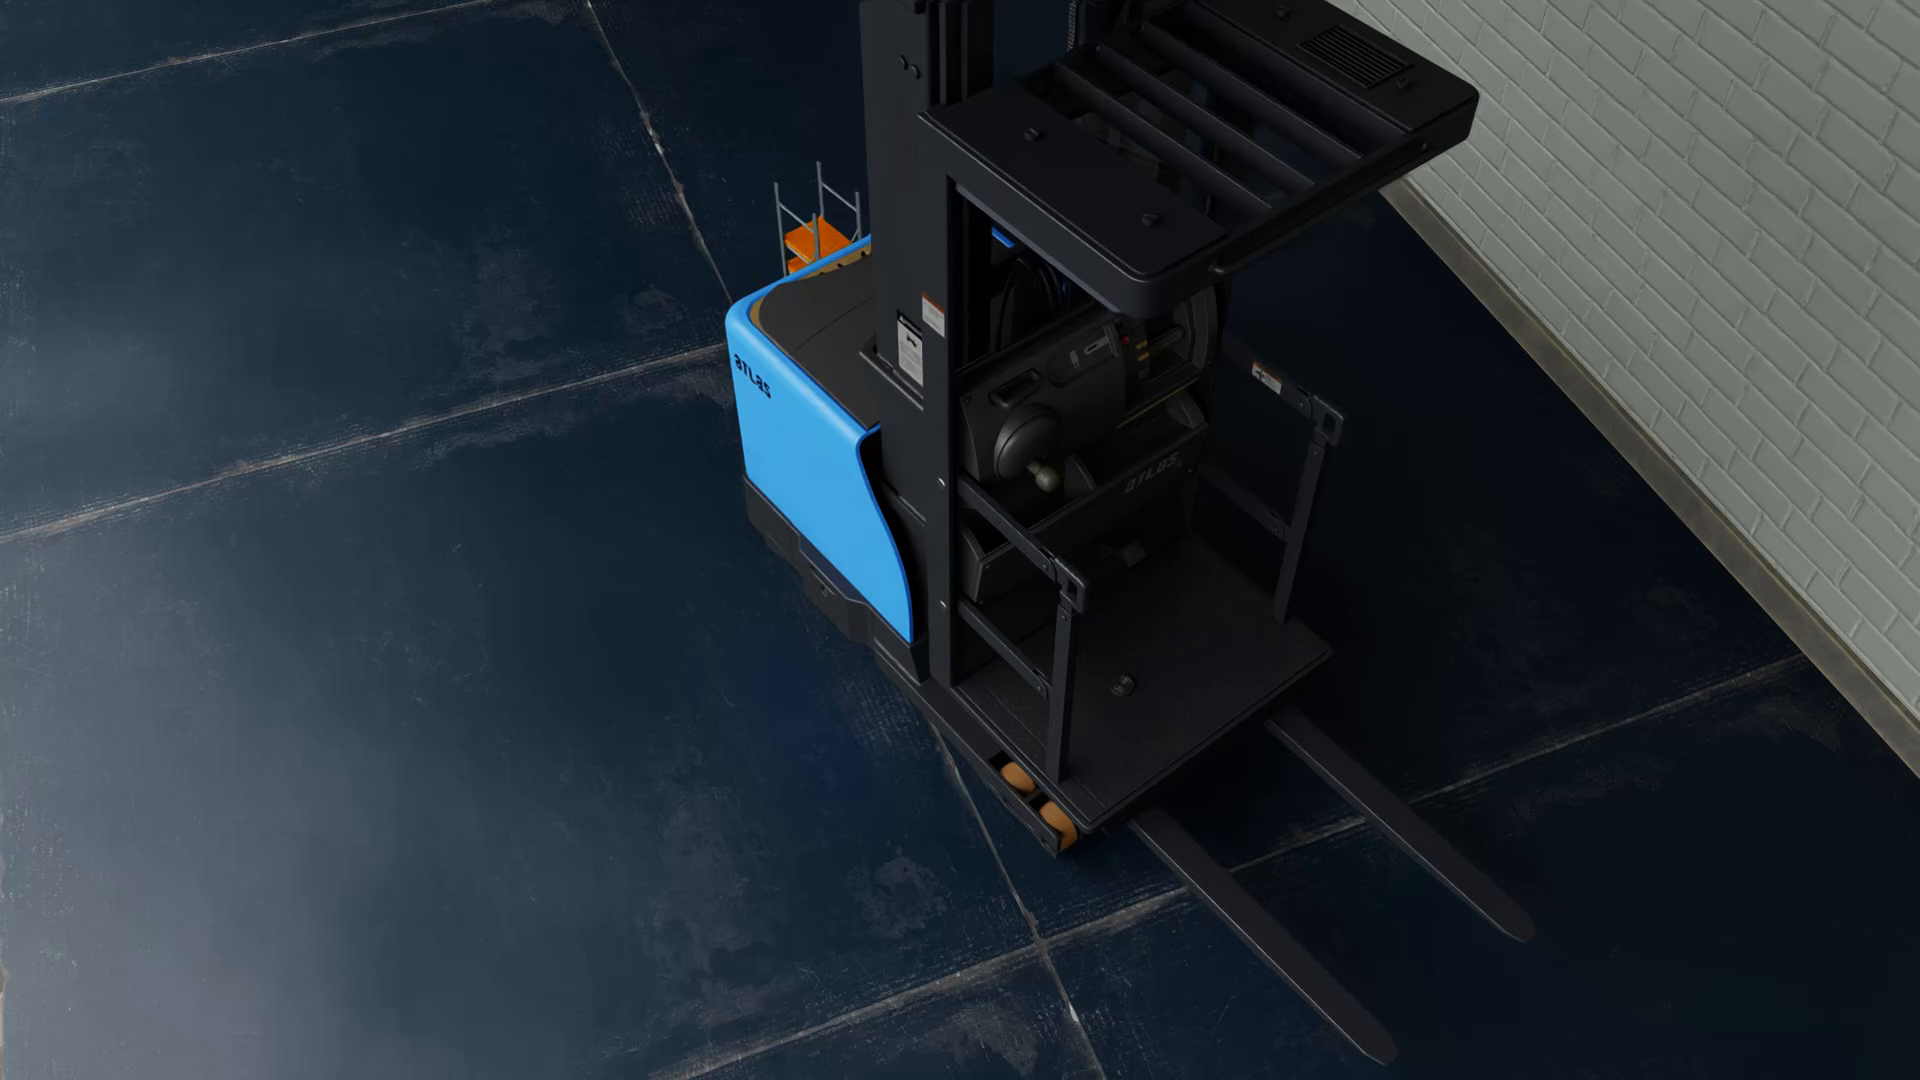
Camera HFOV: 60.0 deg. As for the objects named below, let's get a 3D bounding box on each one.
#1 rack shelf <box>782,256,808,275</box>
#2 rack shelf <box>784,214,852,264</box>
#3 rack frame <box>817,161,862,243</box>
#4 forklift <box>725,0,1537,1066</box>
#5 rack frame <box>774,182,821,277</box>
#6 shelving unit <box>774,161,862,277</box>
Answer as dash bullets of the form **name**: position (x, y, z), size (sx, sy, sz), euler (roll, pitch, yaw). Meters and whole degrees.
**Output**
- **rack shelf**: position (-0.491, -0.945, 6.013), size (0.180, 0.103, 0.258), euler (-33, 57, -25)
- **rack shelf**: position (-0.491, -1.023, 5.922), size (0.180, 0.103, 0.258), euler (-33, 57, -25)
- **rack frame**: position (-0.421, -0.862, 6.199), size (0.006, 1.200, 0.240), euler (-33, 57, -25)
- **forklift**: position (0.516, -0.381, 4.645), size (1.130, 2.935, 3.031), euler (-31, 56, -24)
- **rack frame**: position (-0.561, -0.773, 6.123), size (0.006, 1.200, 0.240), euler (-33, 57, -25)
- **shelving unit**: position (-0.491, -0.817, 6.161), size (0.189, 1.200, 0.258), euler (-33, 57, -25)
